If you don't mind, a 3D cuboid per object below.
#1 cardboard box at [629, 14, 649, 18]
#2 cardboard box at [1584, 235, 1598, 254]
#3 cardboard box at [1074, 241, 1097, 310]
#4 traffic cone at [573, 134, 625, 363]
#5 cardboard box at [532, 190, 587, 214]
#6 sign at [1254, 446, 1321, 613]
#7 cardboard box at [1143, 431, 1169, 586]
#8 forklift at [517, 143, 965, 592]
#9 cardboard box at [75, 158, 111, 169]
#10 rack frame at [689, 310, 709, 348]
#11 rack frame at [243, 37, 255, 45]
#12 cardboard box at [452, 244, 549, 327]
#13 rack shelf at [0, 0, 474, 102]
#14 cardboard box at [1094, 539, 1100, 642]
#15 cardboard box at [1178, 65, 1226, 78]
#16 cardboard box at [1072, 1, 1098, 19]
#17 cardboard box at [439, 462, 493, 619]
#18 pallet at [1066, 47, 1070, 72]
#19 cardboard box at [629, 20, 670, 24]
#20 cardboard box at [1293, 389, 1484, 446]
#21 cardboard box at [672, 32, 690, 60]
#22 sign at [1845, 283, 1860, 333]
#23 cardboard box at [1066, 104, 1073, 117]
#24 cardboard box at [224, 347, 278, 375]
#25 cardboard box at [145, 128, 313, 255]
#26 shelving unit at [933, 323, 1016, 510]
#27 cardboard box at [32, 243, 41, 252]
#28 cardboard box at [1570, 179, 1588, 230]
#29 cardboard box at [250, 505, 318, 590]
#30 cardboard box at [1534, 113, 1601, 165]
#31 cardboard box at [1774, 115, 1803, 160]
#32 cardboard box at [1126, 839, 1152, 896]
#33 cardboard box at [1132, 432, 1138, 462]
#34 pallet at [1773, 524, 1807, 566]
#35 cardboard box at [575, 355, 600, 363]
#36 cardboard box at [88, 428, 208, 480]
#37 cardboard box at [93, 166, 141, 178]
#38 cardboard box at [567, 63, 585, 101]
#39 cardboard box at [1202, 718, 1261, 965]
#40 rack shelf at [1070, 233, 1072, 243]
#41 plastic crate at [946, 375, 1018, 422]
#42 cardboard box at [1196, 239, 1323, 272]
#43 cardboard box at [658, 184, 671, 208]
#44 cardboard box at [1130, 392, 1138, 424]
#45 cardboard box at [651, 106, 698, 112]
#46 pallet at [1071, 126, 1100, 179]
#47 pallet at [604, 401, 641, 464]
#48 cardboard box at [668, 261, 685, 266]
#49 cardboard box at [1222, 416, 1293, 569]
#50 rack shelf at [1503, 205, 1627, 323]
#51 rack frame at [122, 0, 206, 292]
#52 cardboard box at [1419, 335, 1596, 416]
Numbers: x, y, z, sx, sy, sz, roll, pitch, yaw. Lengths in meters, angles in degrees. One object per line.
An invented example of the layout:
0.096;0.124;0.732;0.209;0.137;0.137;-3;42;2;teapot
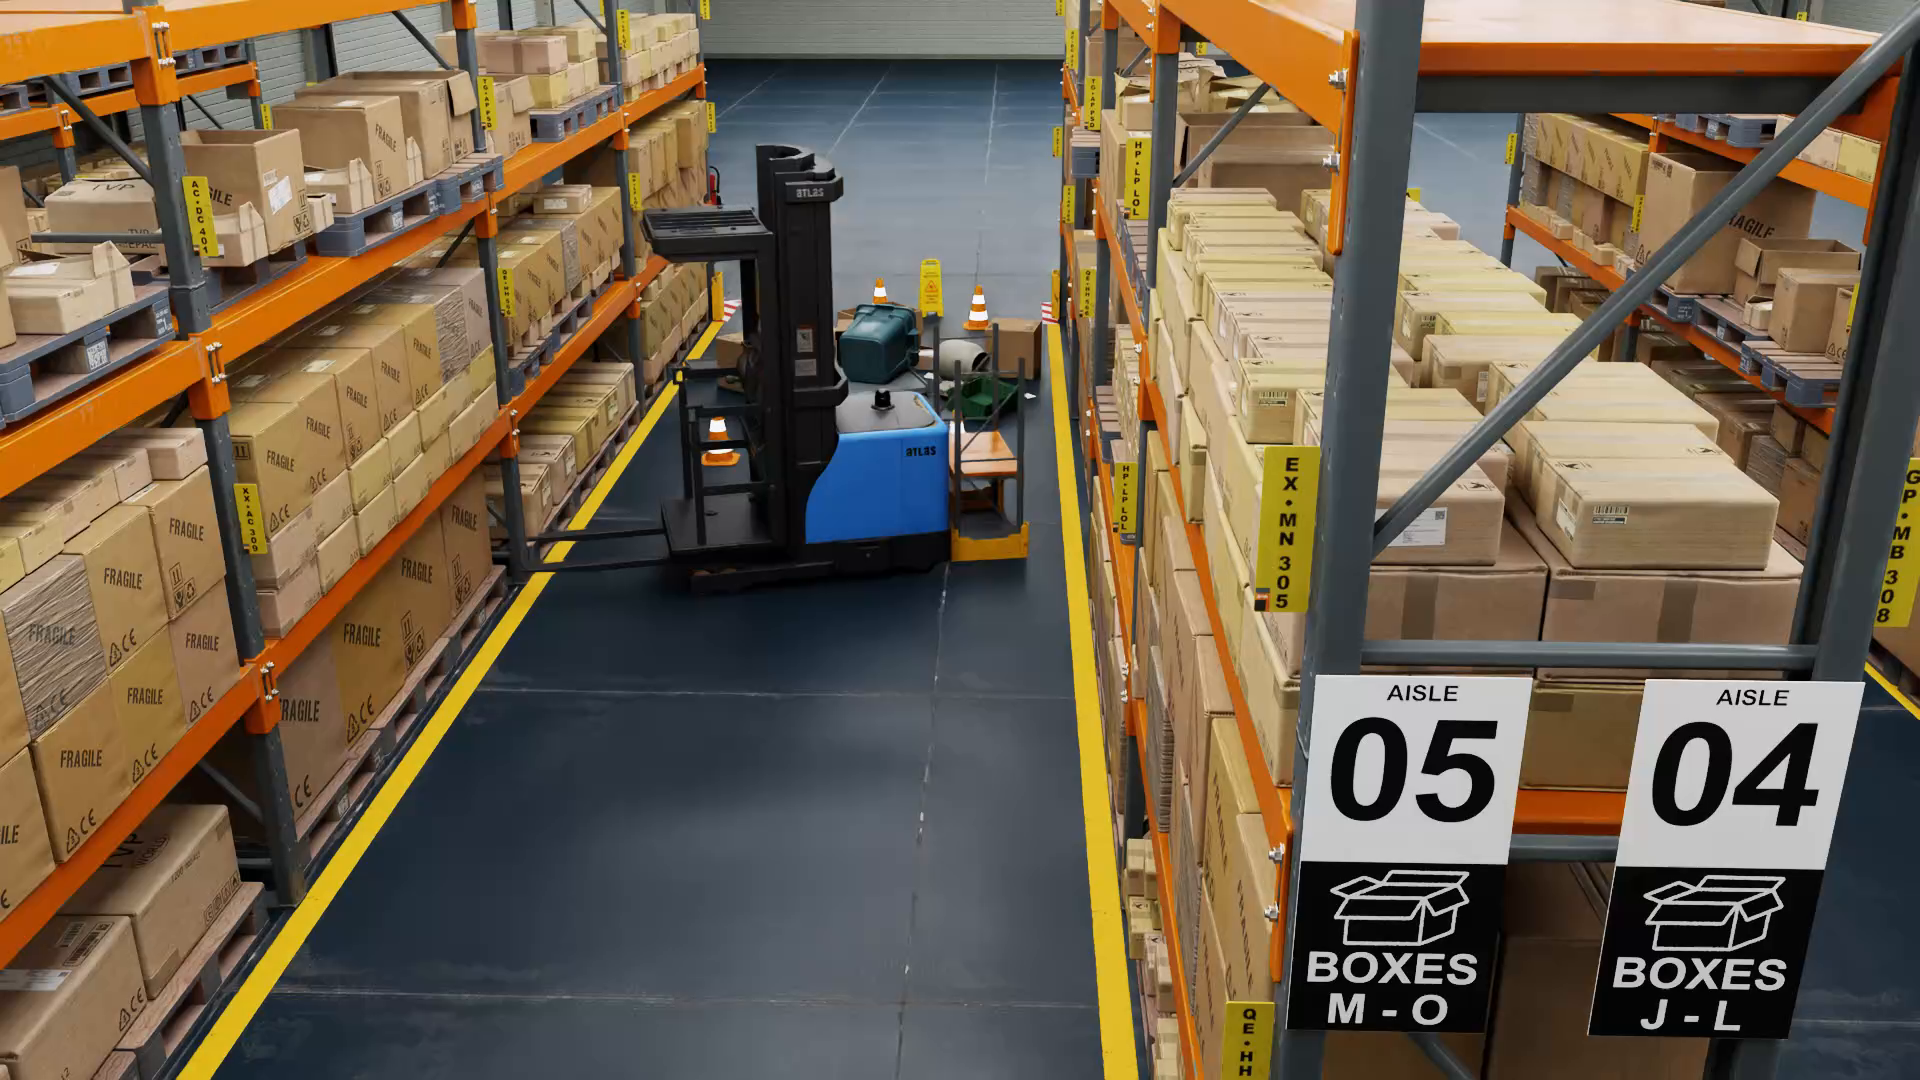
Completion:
-3.525;-5.522;17.713;0.380;0.149;0.250;0;21;1;cardboard box
6.274;-2.856;16.089;0.380;0.149;0.250;1;21;2;cardboard box
1.220;-2.208;13.936;0.500;0.500;0.500;1;21;2;cardboard box
-2.412;-2.146;14.180;3.046;2.808;1.723;1;21;2;traffic cone
-3.213;-2.715;13.352;0.380;0.149;0.250;0;21;-1;cardboard box
0.600;-0.017;3.056;0.100;0.325;0.005;1;21;2;sign
1.019;-0.130;6.785;0.500;0.500;0.500;1;21;3;cardboard box
-1.427;-1.495;12.329;3.836;2.935;2.622;-5;22;-13;forklift
-8.614;-3.672;16.399;0.380;0.149;0.250;0;21;1;cardboard box
-3.372;-2.375;18.358;1.003;0.211;1.213;1;21;2;rack frame
-8.271;-6.846;17.732;1.000;3.000;0.127;1;21;2;rack frame
-3.300;-1.833;11.976;0.500;0.500;0.500;2;21;4;cardboard box
-3.614;-2.655;8.479;1.077;0.370;4.000;1;21;2;rack shelf
1.109;0.319;10.435;0.500;0.500;0.500;1;21;2;cardboard box
1.670;-3.311;12.172;0.500;0.311;0.500;0;21;1;cardboard box
1.242;-4.929;15.465;0.380;0.149;0.250;1;21;2;cardboard box
-3.657;-0.060;10.892;0.875;0.875;0.875;0;21;1;cardboard box
1.629;-5.067;17.416;1.003;0.211;1.213;1;21;2;pallet
-3.135;-5.158;16.775;0.380;0.149;0.250;1;21;2;cardboard box
0.983;-0.244;3.831;0.380;0.149;0.250;0;21;0;cardboard box
-3.086;-5.093;17.158;0.500;0.250;0.500;0;21;1;cardboard box
5.809;-1.500;10.756;0.100;0.325;0.005;1;21;2;sign
1.591;-4.417;18.067;0.875;0.550;0.550;1;21;2;cardboard box
-3.869;-0.704;8.677;0.500;0.500;0.500;1;21;3;cardboard box
-3.358;-1.613;7.674;0.500;0.500;0.500;0;21;1;cardboard box
0.123;-0.763;12.423;0.500;1.500;0.985;-3;21;-9;shelving unit
-8.161;-2.399;14.082;0.500;0.250;0.500;0;21;0;cardboard box
6.571;-3.330;16.416;0.875;0.500;0.500;1;21;2;cardboard box
-3.380;0.024;7.837;0.500;0.250;0.500;0;21;0;cardboard box
6.284;-4.162;17.176;0.500;0.500;0.500;1;21;2;cardboard box
6.141;-2.858;11.809;0.500;0.250;0.500;1;21;3;cardboard box
0.945;1.483;7.509;0.380;0.149;0.250;2;21;4;cardboard box
1.127;-0.479;8.972;0.380;0.149;0.250;1;21;2;cardboard box
6.377;0.023;12.177;1.003;0.211;1.213;1;21;2;pallet
-3.682;-1.680;15.933;0.500;0.250;0.500;2;21;4;cardboard box
-3.366;-0.357;6.886;0.380;0.149;0.250;0;21;1;cardboard box
-8.060;-3.482;15.911;0.380;0.149;0.250;1;21;3;cardboard box
-3.325;-3.678;13.341;0.500;0.250;0.500;1;21;2;cardboard box
0.935;0.804;4.377;0.500;0.500;0.500;0;21;0;cardboard box
1.580;-3.044;16.852;0.919;0.052;3.809;1;21;2;rack shelf
0.215;-1.325;15.604;0.450;0.188;0.662;23;29;25;plastic crate
0.991;-0.907;5.539;0.380;0.149;0.250;0;21;0;cardboard box
-3.119;-3.254;16.219;0.500;0.500;0.500;0;21;1;cardboard box
1.140;-0.711;9.159;0.380;0.149;0.250;0;21;1;cardboard box
-3.130;-4.277;17.474;0.700;0.500;0.500;1;21;2;cardboard box
1.364;-2.629;11.272;1.213;0.211;1.003;2;21;4;pallet
-3.454;-0.968;14.732;1.003;0.211;1.213;1;21;2;pallet
-3.038;-2.949;17.271;0.380;0.149;0.250;2;21;4;cardboard box
0.928;-0.109;4.031;0.500;0.250;0.500;0;21;0;cardboard box
6.535;-2.828;16.666;1.077;0.370;4.000;1;21;2;rack shelf
-3.675;-2.454;6.413;1.000;3.000;0.127;1;21;2;rack frame
1.409;-0.426;4.299;0.380;0.149;0.250;1;21;3;cardboard box
